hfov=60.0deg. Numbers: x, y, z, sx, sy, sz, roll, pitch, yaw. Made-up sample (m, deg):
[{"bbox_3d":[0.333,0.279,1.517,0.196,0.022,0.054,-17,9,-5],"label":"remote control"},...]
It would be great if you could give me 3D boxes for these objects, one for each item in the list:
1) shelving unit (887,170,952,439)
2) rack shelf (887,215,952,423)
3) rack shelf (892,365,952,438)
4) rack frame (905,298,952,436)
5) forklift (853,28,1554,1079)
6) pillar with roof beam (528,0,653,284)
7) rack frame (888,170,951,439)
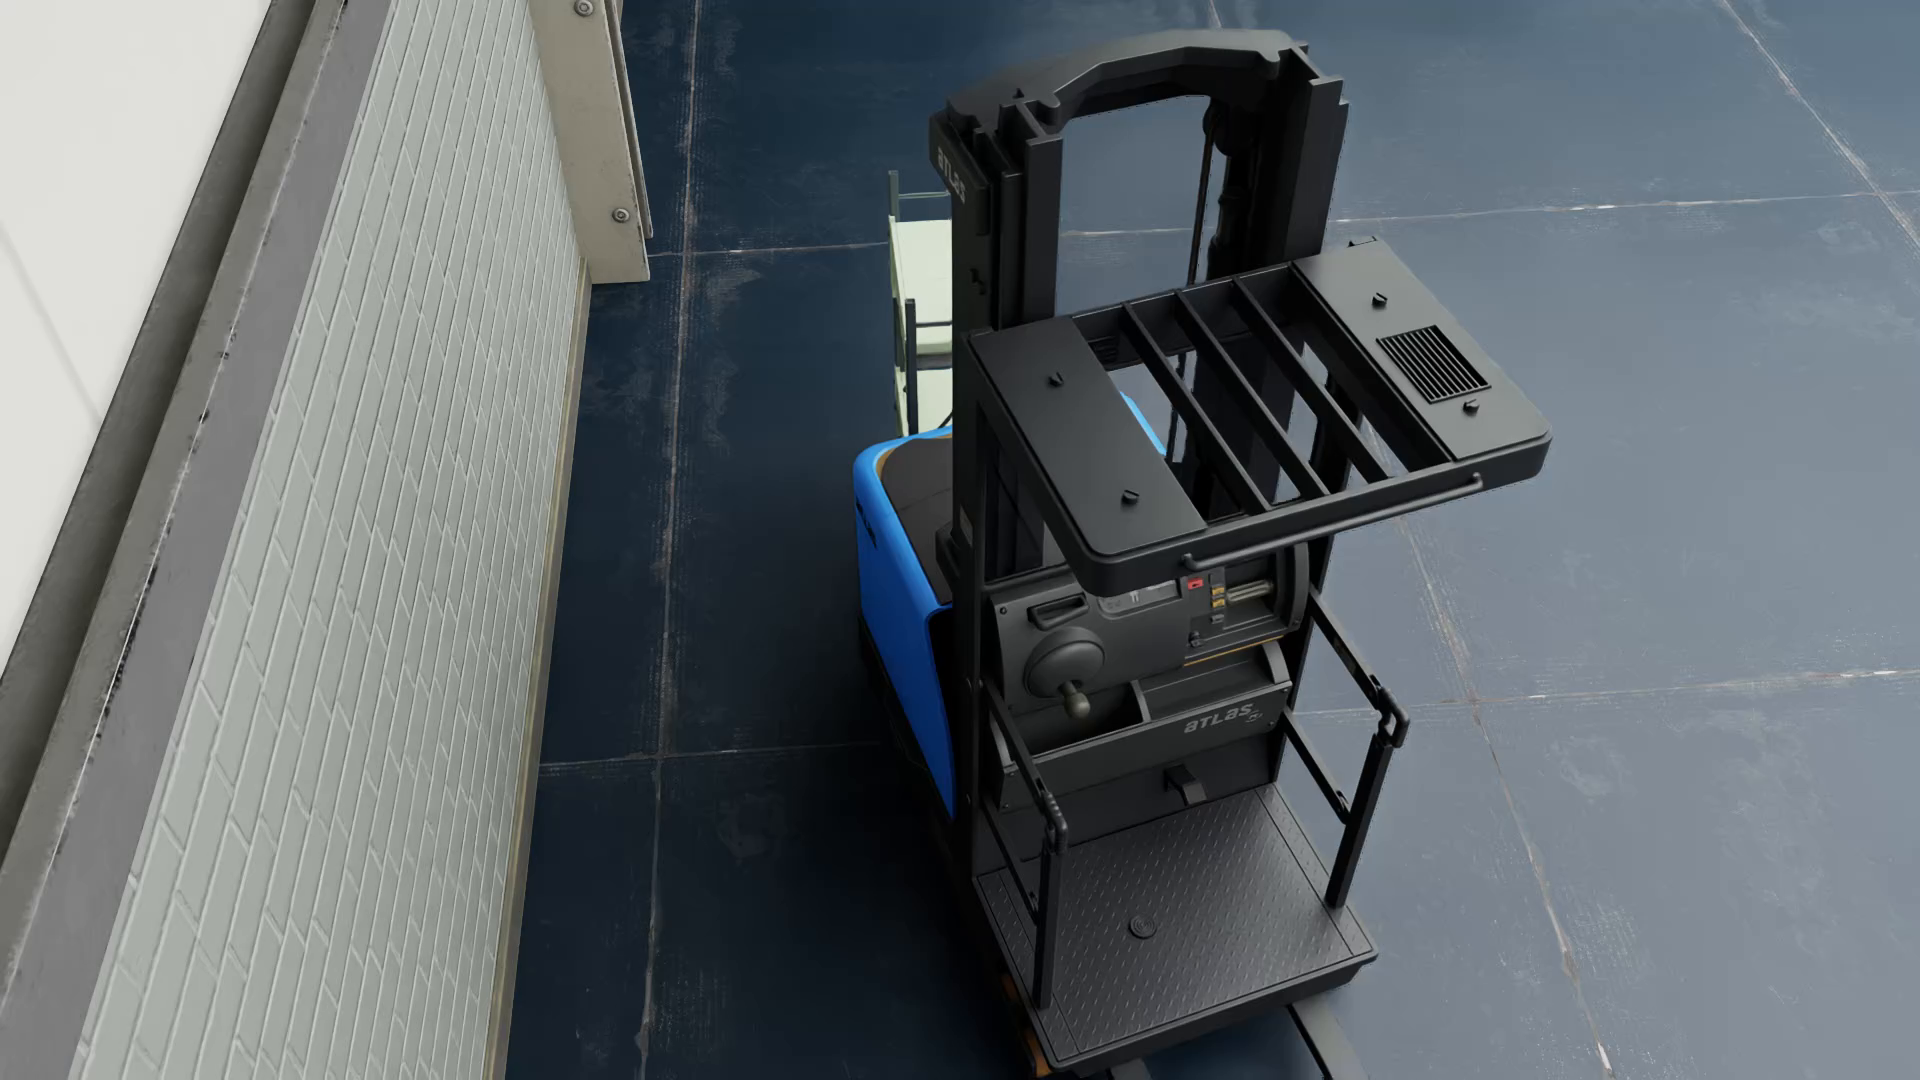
[{"bbox_3d":[-0.018,-0.543,6.231,0.431,1.500,0.755,-4,47,-4],"label":"shelving unit"},{"bbox_3d":[-0.018,-0.811,5.948,0.431,0.370,0.720,-4,47,-4],"label":"rack shelf"},{"bbox_3d":[-0.018,-0.318,6.468,0.431,0.370,0.720,-4,47,-4],"label":"rack shelf"},{"bbox_3d":[0.019,-0.278,5.981,0.400,1.500,0.023,-4,47,-4],"label":"rack frame"},{"bbox_3d":[0.612,0.309,4.439,1.130,2.935,3.031,-15,48,-14],"label":"forklift"},{"bbox_3d":[2.640,-4.725,5.027,9.100,9.000,0.400,-3,47,-3],"label":"pillar with roof beam"},{"bbox_3d":[-0.056,-0.807,6.481,0.400,1.500,0.023,-4,47,-4],"label":"rack frame"}]
